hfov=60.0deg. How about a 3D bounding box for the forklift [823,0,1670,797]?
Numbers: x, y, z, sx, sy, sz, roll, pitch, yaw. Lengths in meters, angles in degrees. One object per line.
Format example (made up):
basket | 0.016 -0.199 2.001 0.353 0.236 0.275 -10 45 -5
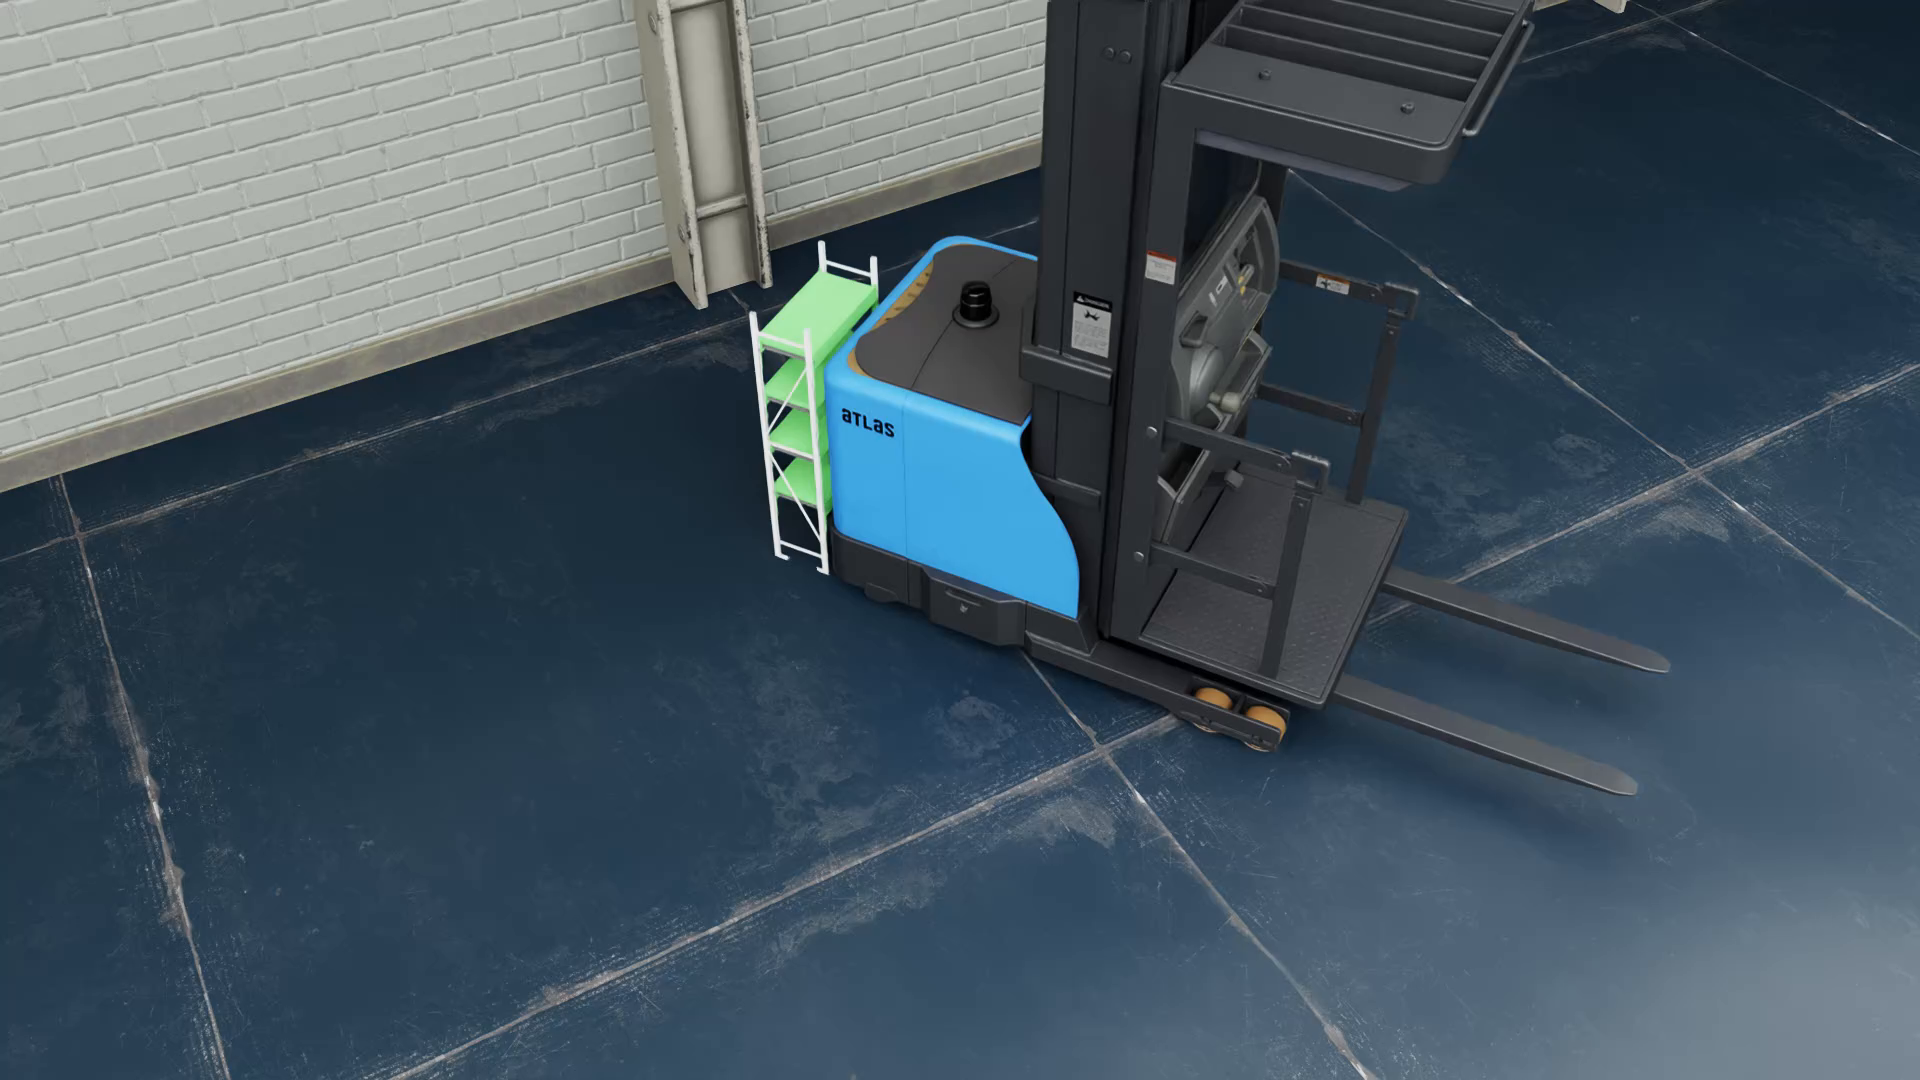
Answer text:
forklift | 1.053 -0.720 5.387 3.031 2.935 1.130 19 47 19

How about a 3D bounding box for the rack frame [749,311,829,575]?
rack frame | -0.631 -0.334 6.233 0.240 1.200 0.015 19 47 18

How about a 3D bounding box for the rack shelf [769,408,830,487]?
rack shelf | -0.523 -0.441 6.435 0.258 0.148 0.480 19 47 18

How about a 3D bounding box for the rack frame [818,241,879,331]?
rack frame | -0.415 -0.639 6.547 0.240 1.200 0.015 19 47 18

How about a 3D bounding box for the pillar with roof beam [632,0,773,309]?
pillar with roof beam | 0.998 -1.881 2.227 0.400 9.000 9.100 -22 48 -21

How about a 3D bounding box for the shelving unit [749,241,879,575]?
shelving unit | -0.523 -0.487 6.390 0.258 1.200 0.503 19 47 18

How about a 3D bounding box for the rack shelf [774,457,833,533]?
rack shelf | -0.523 -0.269 6.602 0.258 0.148 0.480 19 47 18

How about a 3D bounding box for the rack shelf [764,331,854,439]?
rack shelf | -0.523 -0.613 6.268 0.258 0.148 0.480 19 47 18

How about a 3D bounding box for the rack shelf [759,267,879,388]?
rack shelf | -0.523 -0.785 6.100 0.258 0.148 0.480 19 47 18
